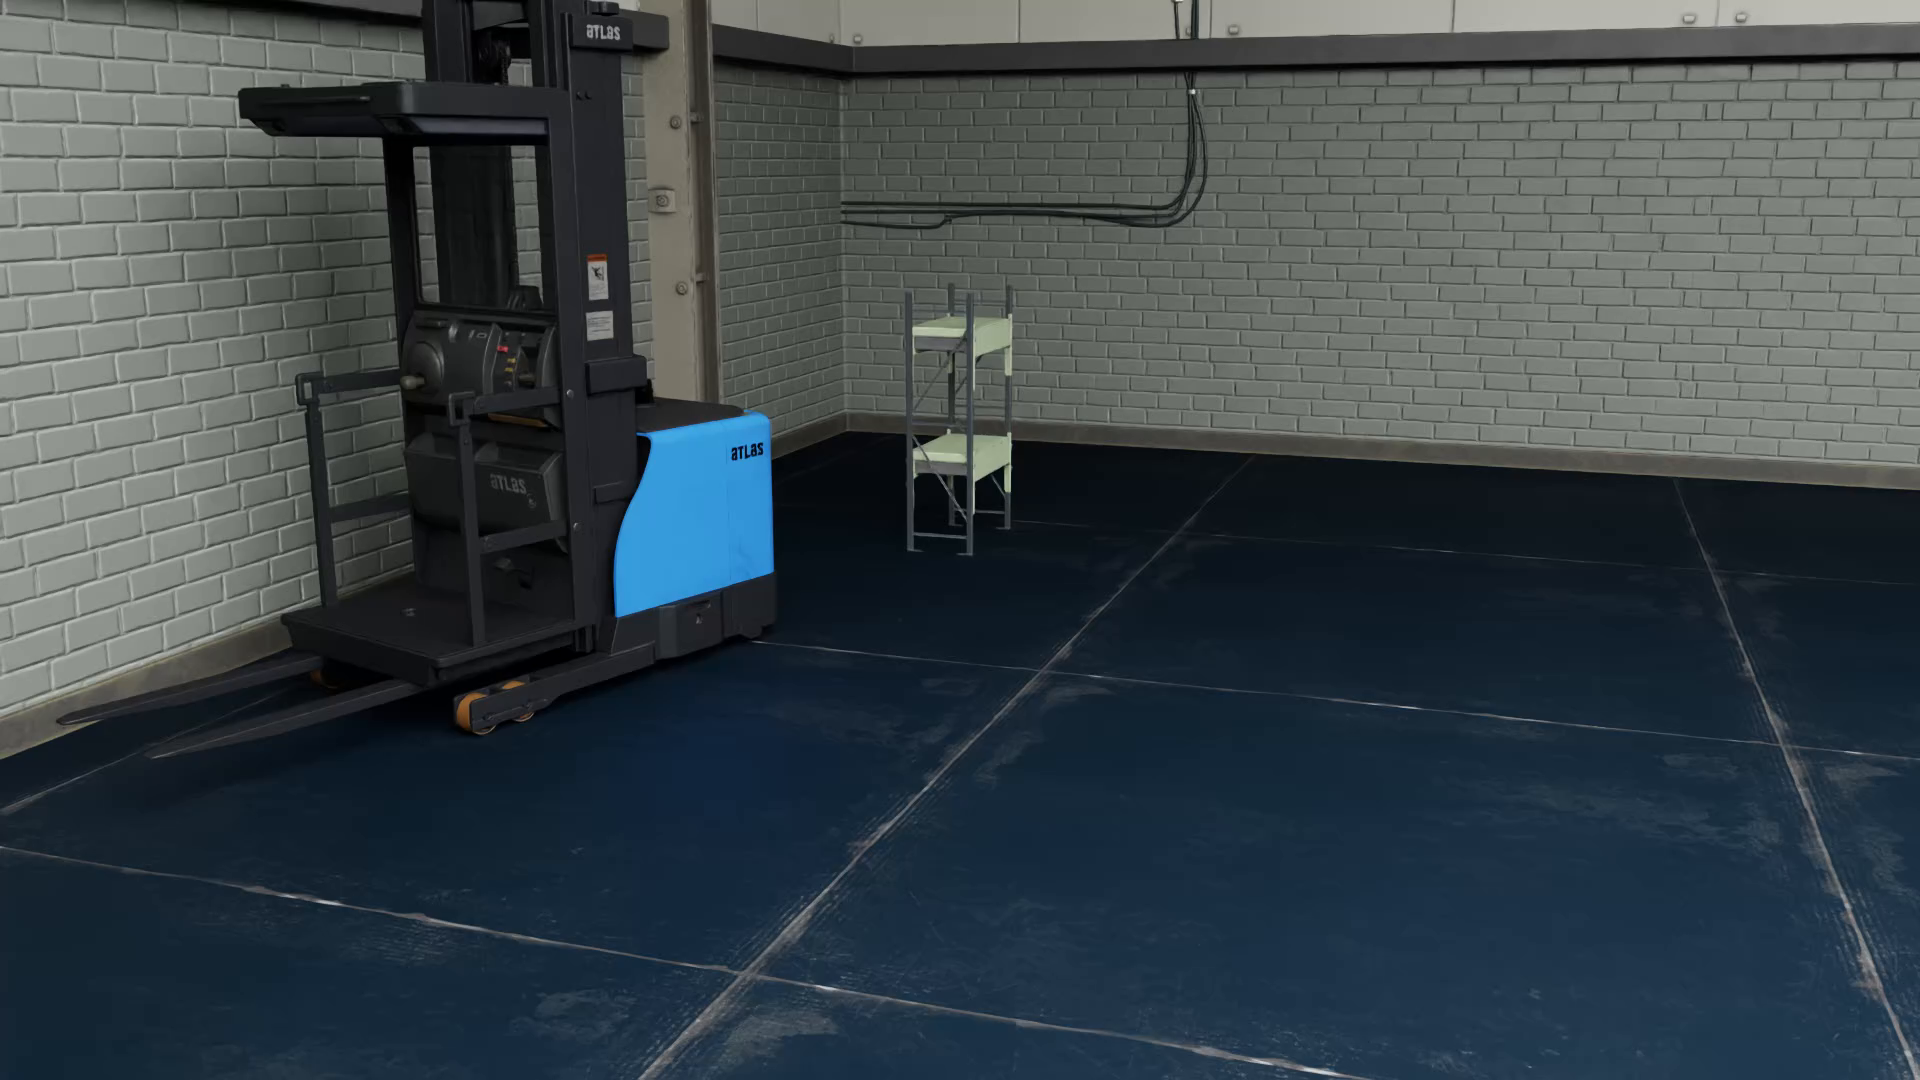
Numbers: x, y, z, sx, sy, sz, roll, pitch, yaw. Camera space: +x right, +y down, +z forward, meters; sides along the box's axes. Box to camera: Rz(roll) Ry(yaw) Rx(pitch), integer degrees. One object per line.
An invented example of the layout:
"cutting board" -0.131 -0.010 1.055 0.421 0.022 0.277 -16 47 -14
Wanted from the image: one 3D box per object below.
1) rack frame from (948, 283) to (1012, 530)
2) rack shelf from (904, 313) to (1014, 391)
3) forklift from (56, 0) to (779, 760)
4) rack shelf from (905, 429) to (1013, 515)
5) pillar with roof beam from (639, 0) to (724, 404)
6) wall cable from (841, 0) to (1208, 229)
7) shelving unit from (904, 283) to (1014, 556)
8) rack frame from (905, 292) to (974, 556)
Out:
"rack frame" 0.121 -0.810 10.165 0.400 1.500 0.023 4 14 18
"rack shelf" 0.002 -1.113 9.740 0.431 0.370 0.720 4 14 18
"forklift" -2.148 -0.778 6.808 1.130 2.935 3.031 9 16 35
"rack shelf" 0.002 -0.415 9.900 0.431 0.370 0.720 4 14 18
"pillar with roof beam" 2.272 -4.363 8.881 9.100 9.000 0.400 4 14 18
"wall cable" 0.403 -3.684 12.885 3.097 2.526 0.112 4 14 18
"shelving unit" 0.002 -0.733 9.827 0.431 1.500 0.755 4 14 18
"rack frame" -0.116 -0.656 9.490 0.400 1.500 0.023 4 14 18
